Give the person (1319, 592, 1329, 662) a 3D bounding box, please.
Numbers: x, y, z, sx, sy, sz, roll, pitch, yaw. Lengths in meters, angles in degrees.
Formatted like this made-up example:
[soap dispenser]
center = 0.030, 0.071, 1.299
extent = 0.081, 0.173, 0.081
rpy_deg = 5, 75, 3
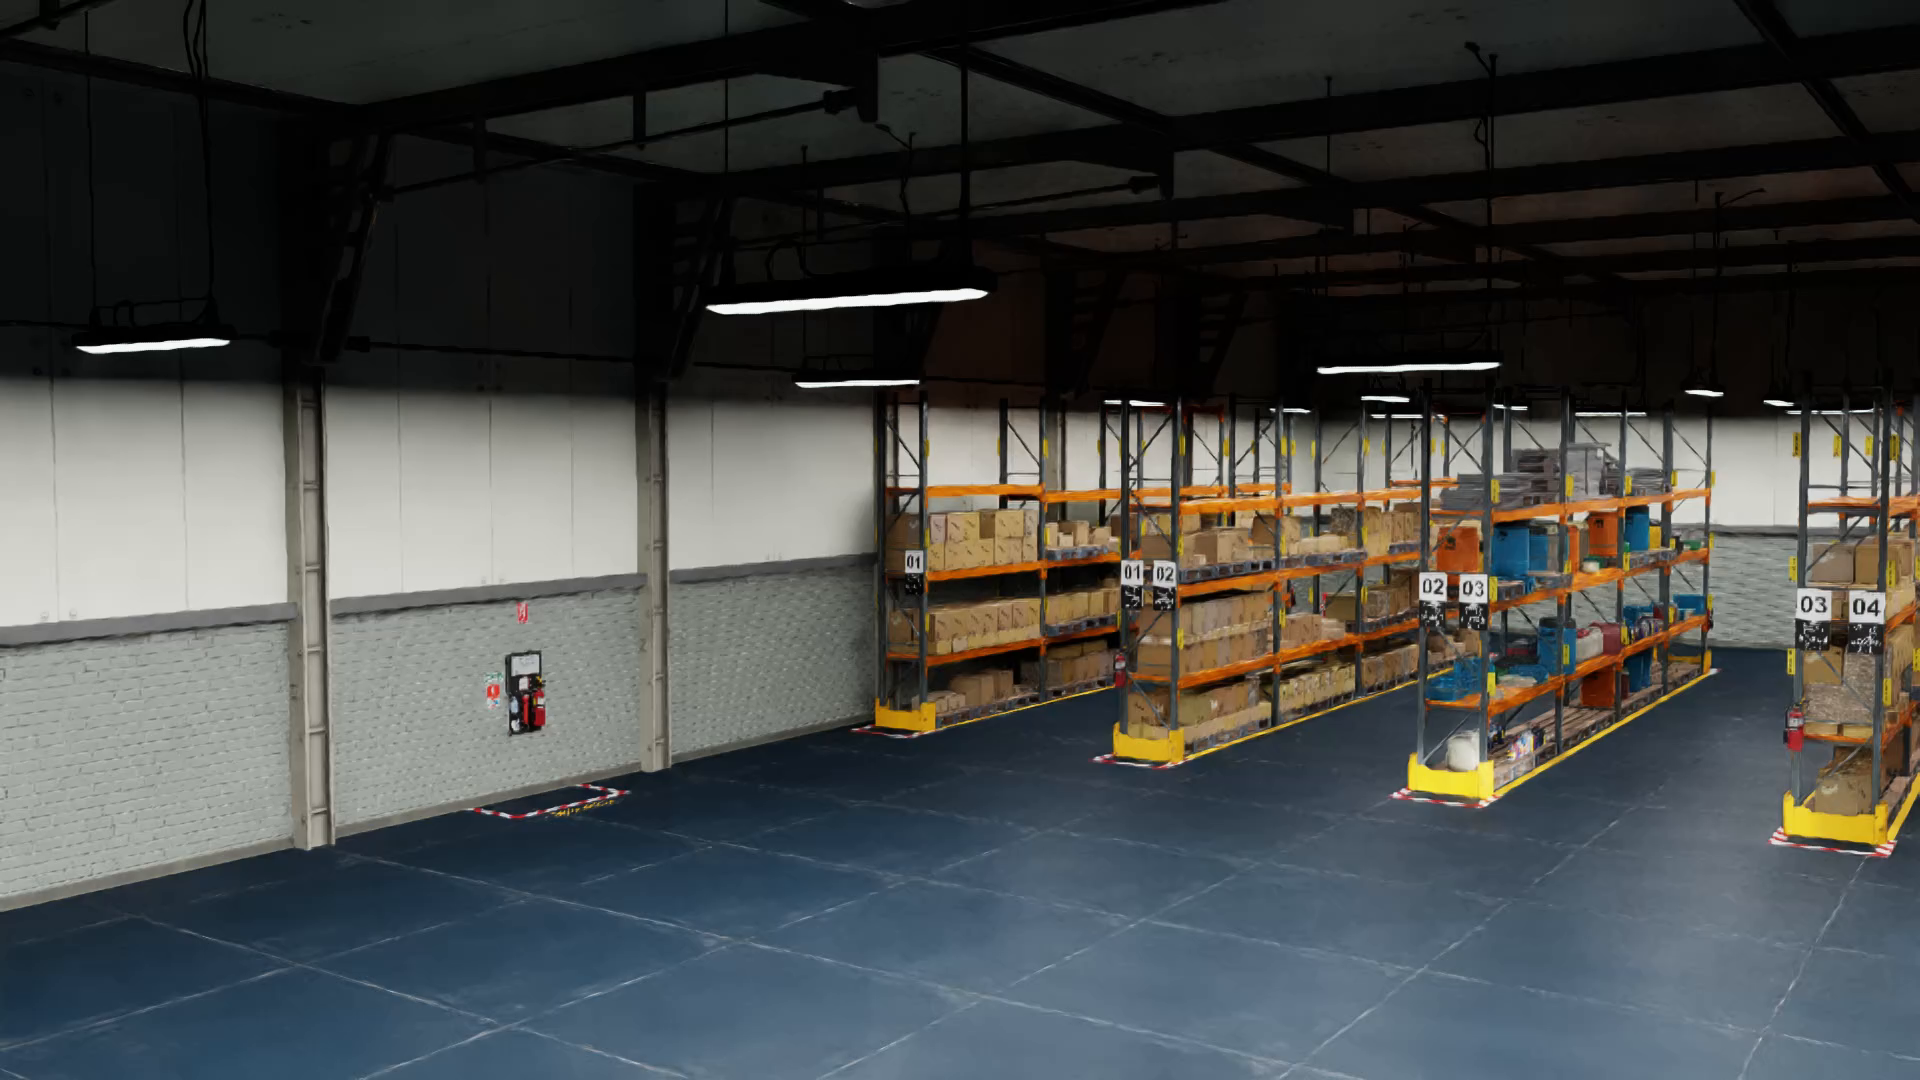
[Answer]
[person]
center = 8.153, 2.039, 37.030
extent = 0.655, 1.785, 0.577
rpy_deg = -1, 3, -25
